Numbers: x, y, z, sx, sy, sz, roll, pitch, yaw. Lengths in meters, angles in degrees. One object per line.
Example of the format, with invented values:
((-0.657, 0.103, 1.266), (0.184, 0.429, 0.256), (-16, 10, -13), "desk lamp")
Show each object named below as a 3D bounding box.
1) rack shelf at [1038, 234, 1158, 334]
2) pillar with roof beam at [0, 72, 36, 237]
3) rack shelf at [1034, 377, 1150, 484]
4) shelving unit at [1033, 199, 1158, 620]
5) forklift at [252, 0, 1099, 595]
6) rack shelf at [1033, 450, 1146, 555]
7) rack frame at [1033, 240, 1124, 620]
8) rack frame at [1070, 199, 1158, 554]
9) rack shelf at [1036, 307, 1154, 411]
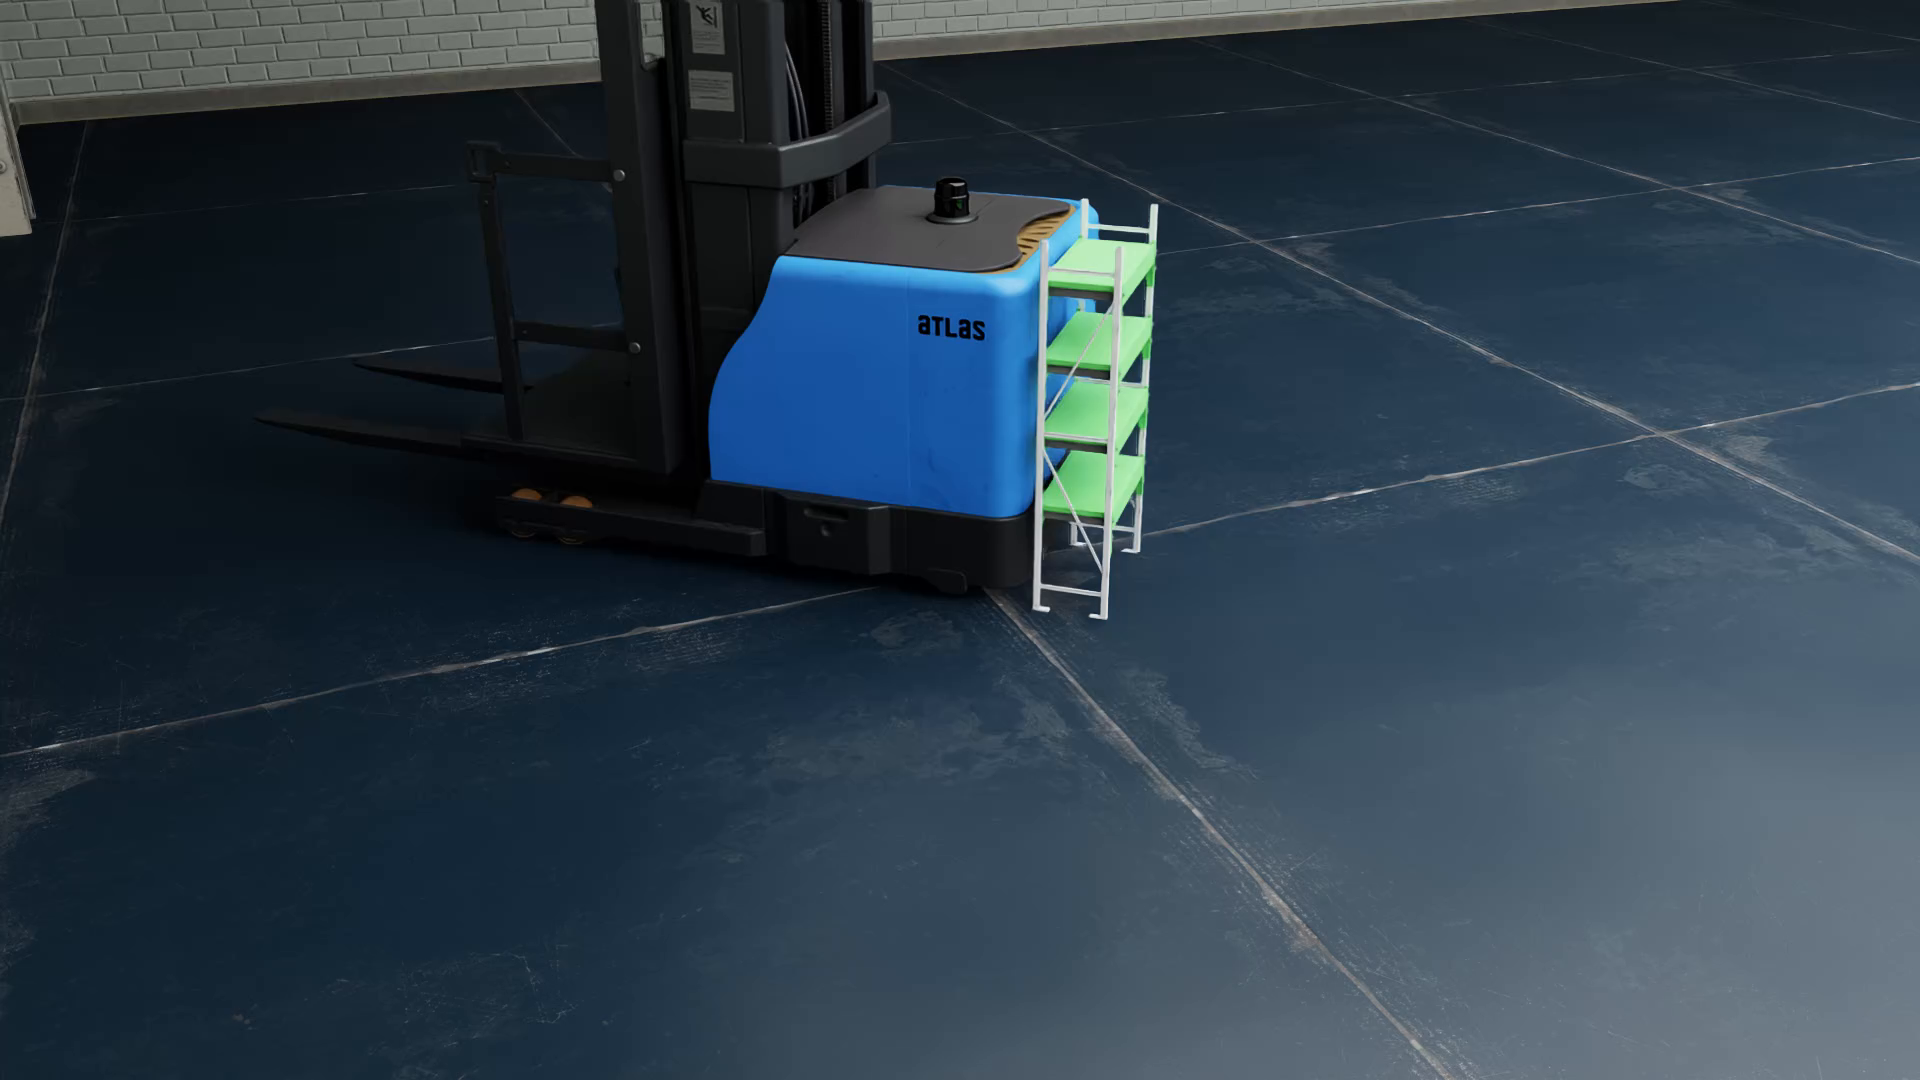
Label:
((0.422, -0.782, 5.036), (0.258, 0.148, 0.480), (8, 27, 16), "rack shelf")
((-1.416, -6.539, 8.886), (9.100, 9.000, 0.400), (-11, 28, -21), "pillar with roof beam")
((0.422, -0.351, 5.246), (0.258, 0.148, 0.480), (8, 27, 16), "rack shelf")
((0.422, -0.408, 5.218), (0.258, 1.200, 0.503), (8, 27, 16), "shelving unit")
((-1.089, -1.509, 5.501), (3.031, 2.935, 1.130), (8, 27, 16), "forklift")
((0.422, -0.135, 5.352), (0.258, 0.148, 0.480), (8, 27, 16), "rack shelf")
((0.348, -0.306, 5.009), (0.240, 1.200, 0.015), (8, 27, 16), "rack frame")
((0.495, -0.510, 5.427), (0.240, 1.200, 0.015), (8, 27, 16), "rack frame")
((0.422, -0.566, 5.141), (0.258, 0.148, 0.480), (8, 27, 16), "rack shelf")
